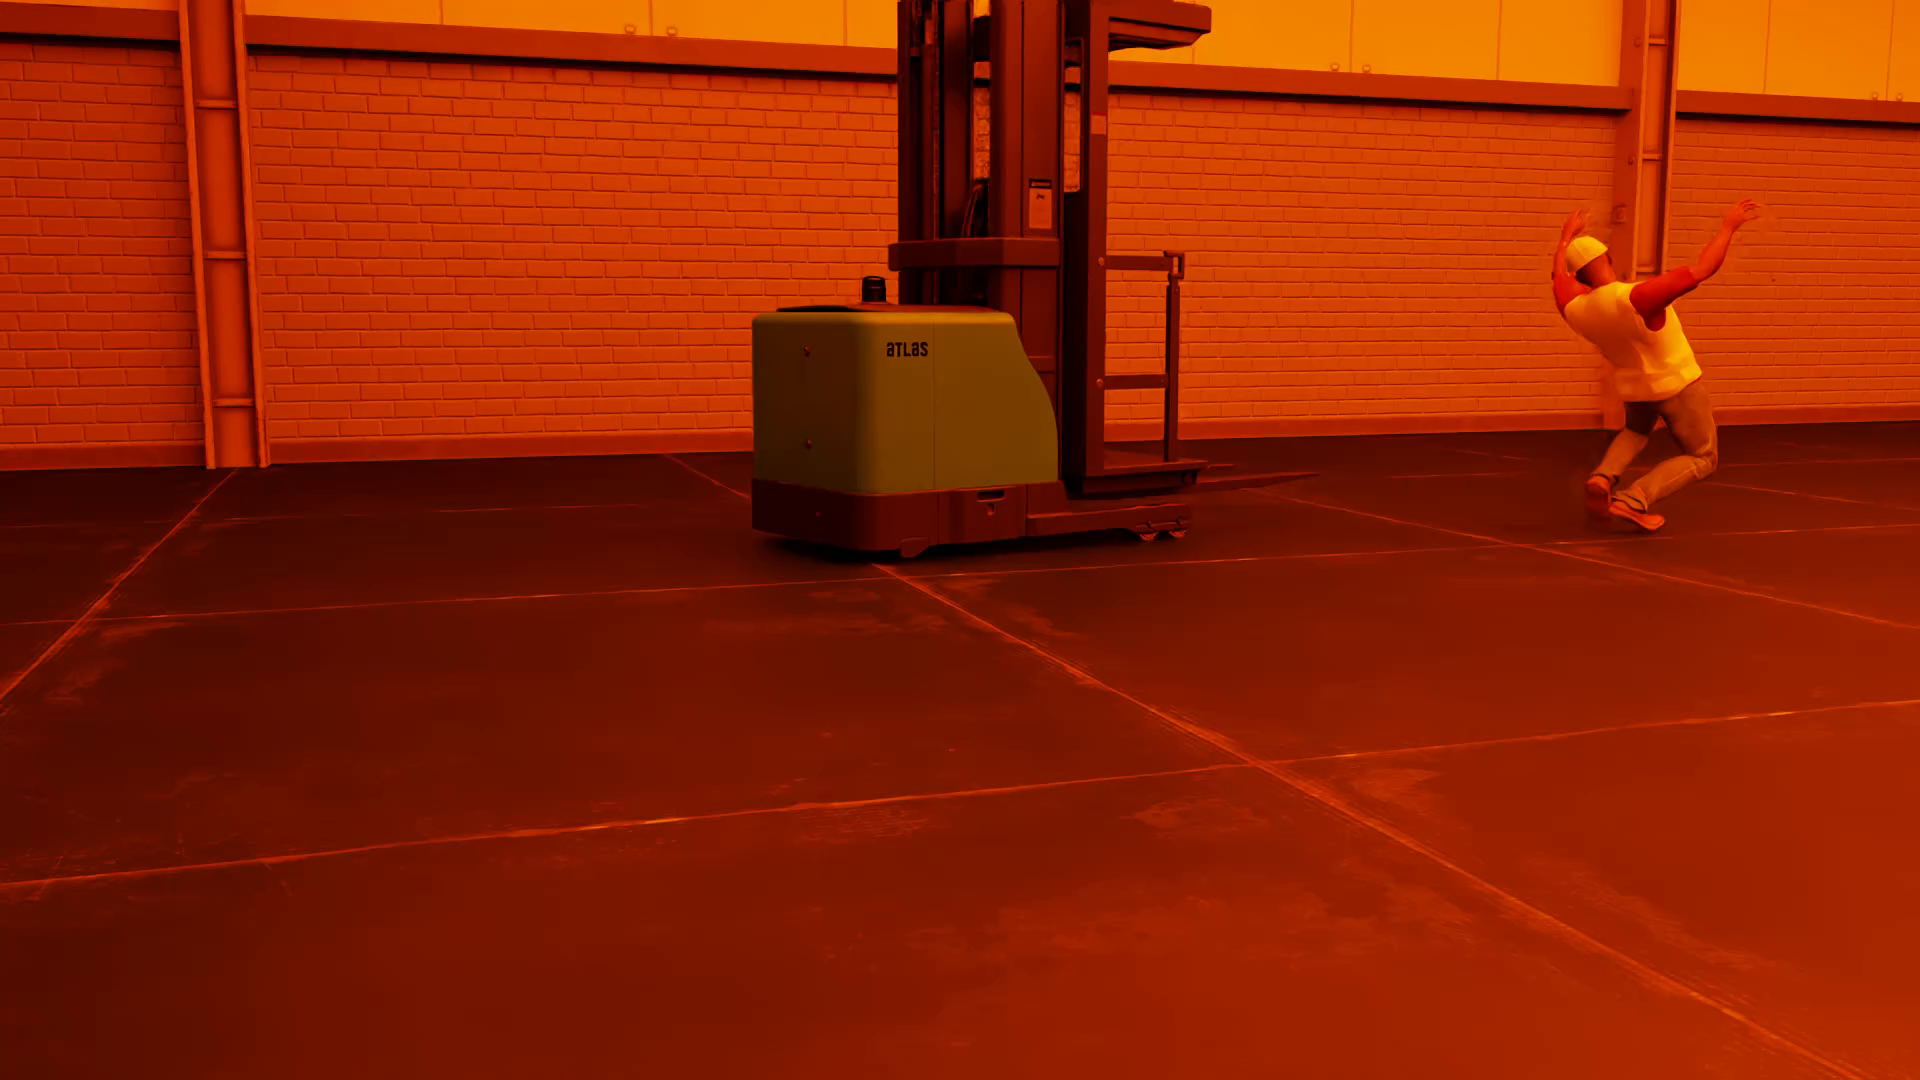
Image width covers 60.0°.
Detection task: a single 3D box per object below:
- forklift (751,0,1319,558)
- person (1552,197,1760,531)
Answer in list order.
[{"bbox_3d":[0.509,-1.505,8.116,3.031,2.935,1.130,-6,10,-36],"label":"forklift"},{"bbox_3d":[3.309,-0.857,8.284,0.773,1.627,1.011,-3,8,-21],"label":"person"}]
